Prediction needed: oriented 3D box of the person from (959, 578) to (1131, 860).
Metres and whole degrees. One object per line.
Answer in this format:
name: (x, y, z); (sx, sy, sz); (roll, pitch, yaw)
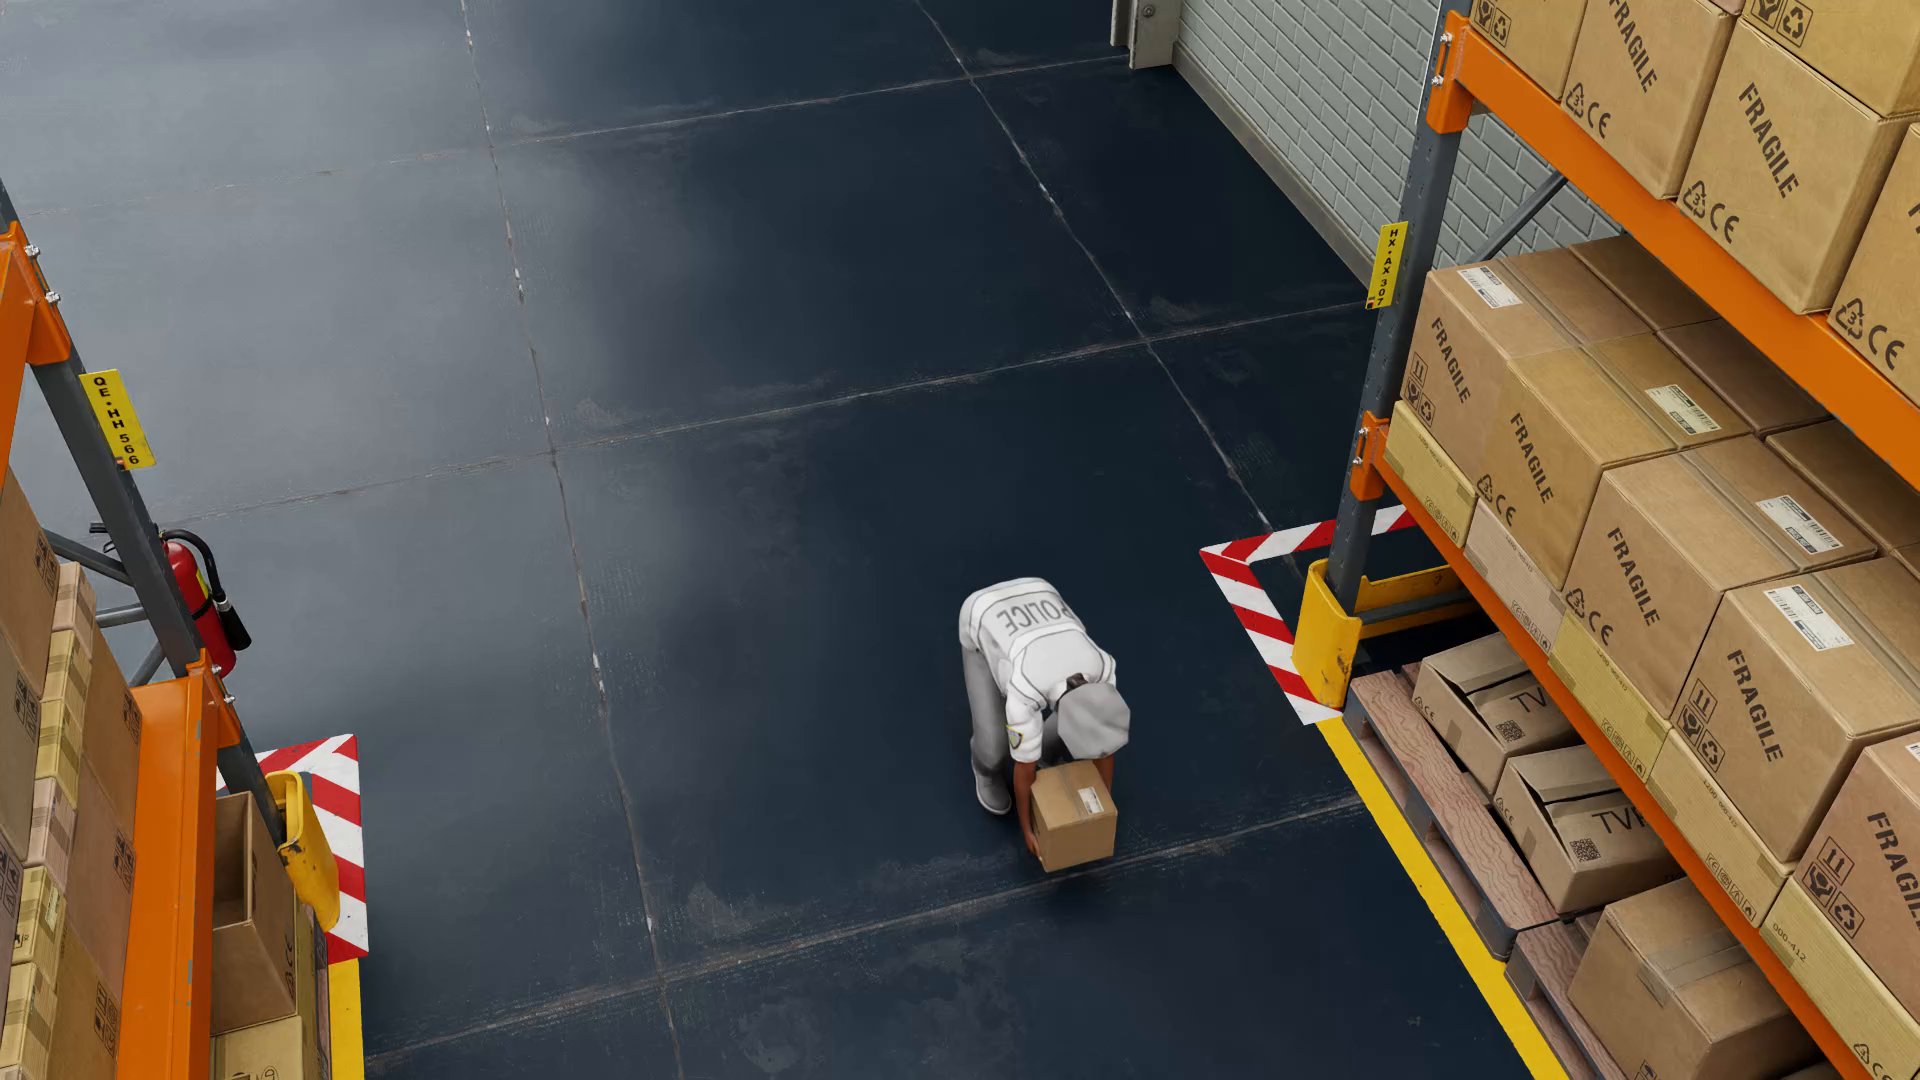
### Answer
person: (0.298, 0.661, 5.902); (0.461, 1.041, 0.934); (-13, 44, -14)
